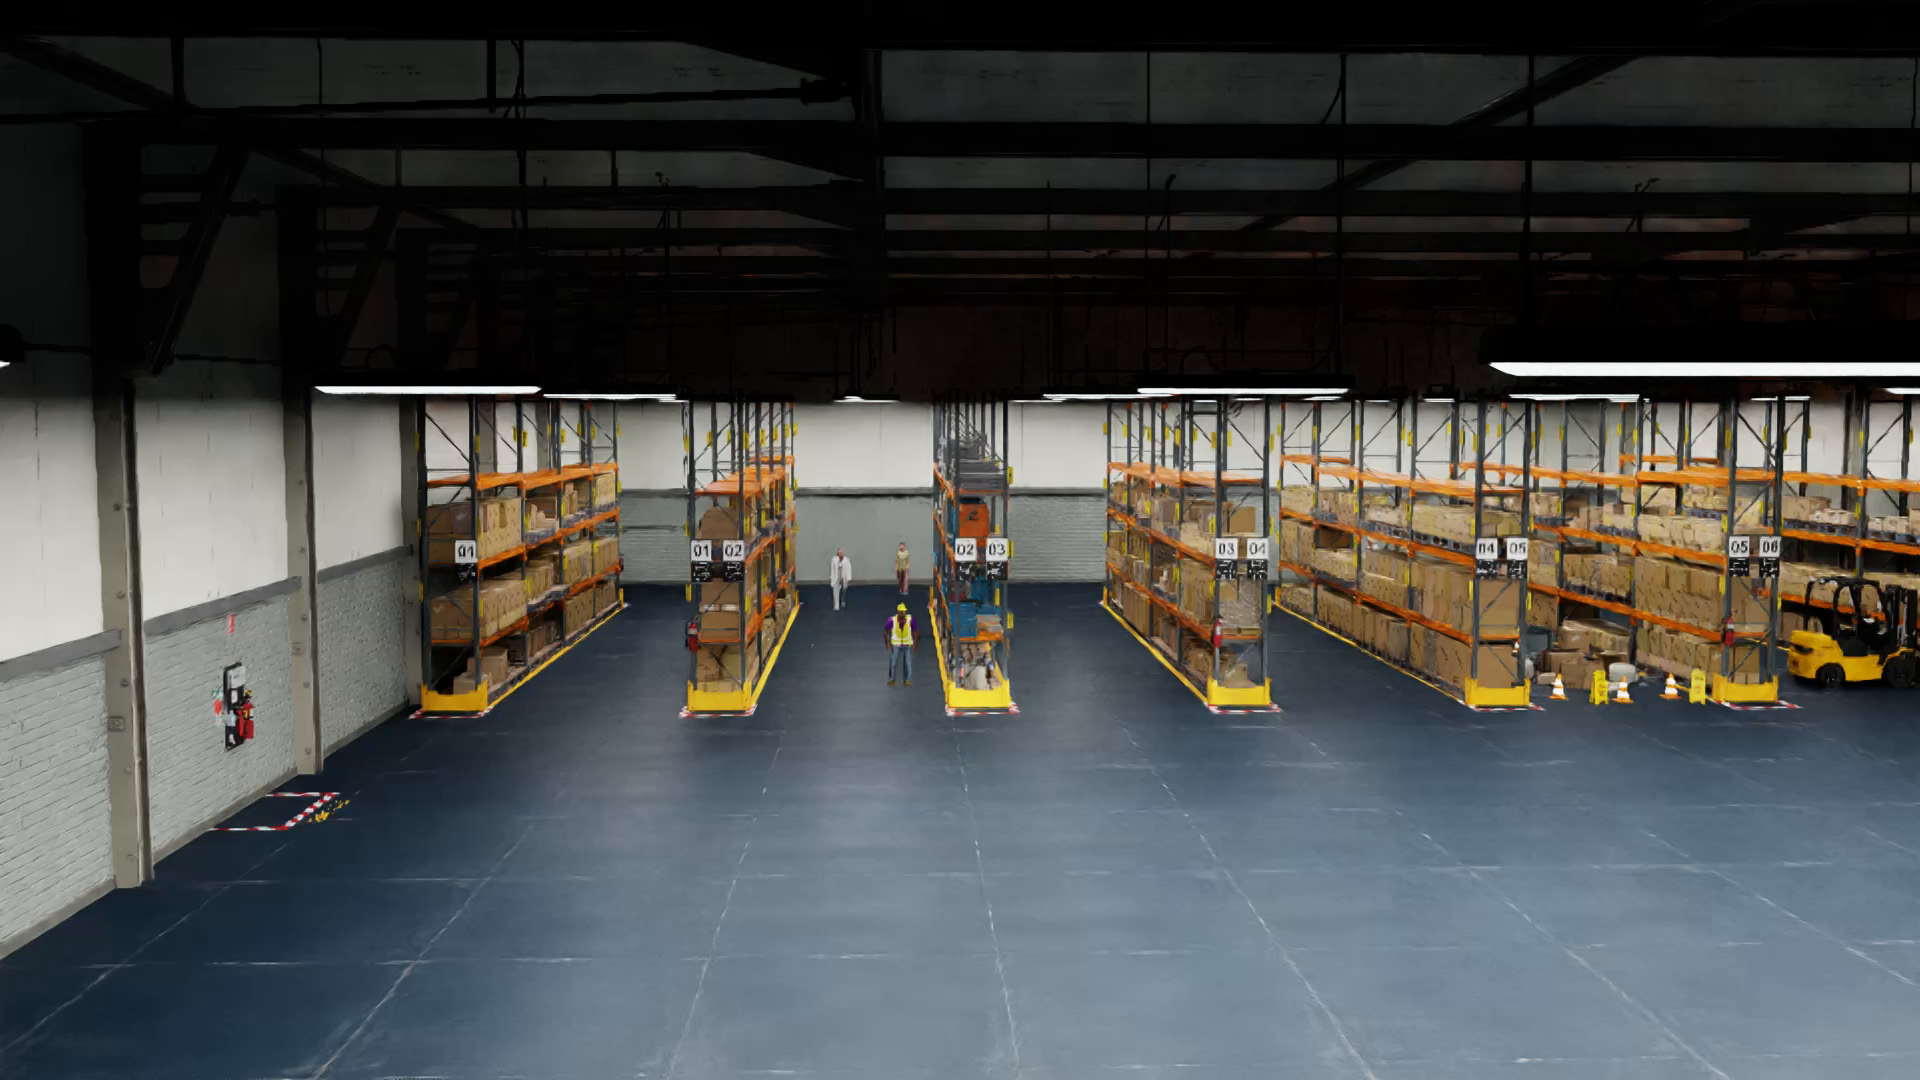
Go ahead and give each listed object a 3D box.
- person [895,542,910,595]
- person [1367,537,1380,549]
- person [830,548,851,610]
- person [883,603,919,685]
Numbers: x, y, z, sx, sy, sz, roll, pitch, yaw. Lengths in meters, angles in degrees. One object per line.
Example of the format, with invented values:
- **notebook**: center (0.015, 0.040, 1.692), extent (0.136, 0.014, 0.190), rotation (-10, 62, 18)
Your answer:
- **person**: center (-1.743, 0.836, 50.006), extent (0.448, 1.590, 1.110), rotation (0, 5, 0)
- **person**: center (12.457, 0.756, 50.114), extent (0.713, 1.783, 0.556), rotation (-3, 5, -31)
- **person**: center (-3.326, 1.071, 46.420), extent (0.588, 1.698, 1.193), rotation (0, 5, -4)
- **person**: center (-1.193, 2.123, 33.761), extent (0.719, 1.714, 0.578), rotation (0, 5, -4)
